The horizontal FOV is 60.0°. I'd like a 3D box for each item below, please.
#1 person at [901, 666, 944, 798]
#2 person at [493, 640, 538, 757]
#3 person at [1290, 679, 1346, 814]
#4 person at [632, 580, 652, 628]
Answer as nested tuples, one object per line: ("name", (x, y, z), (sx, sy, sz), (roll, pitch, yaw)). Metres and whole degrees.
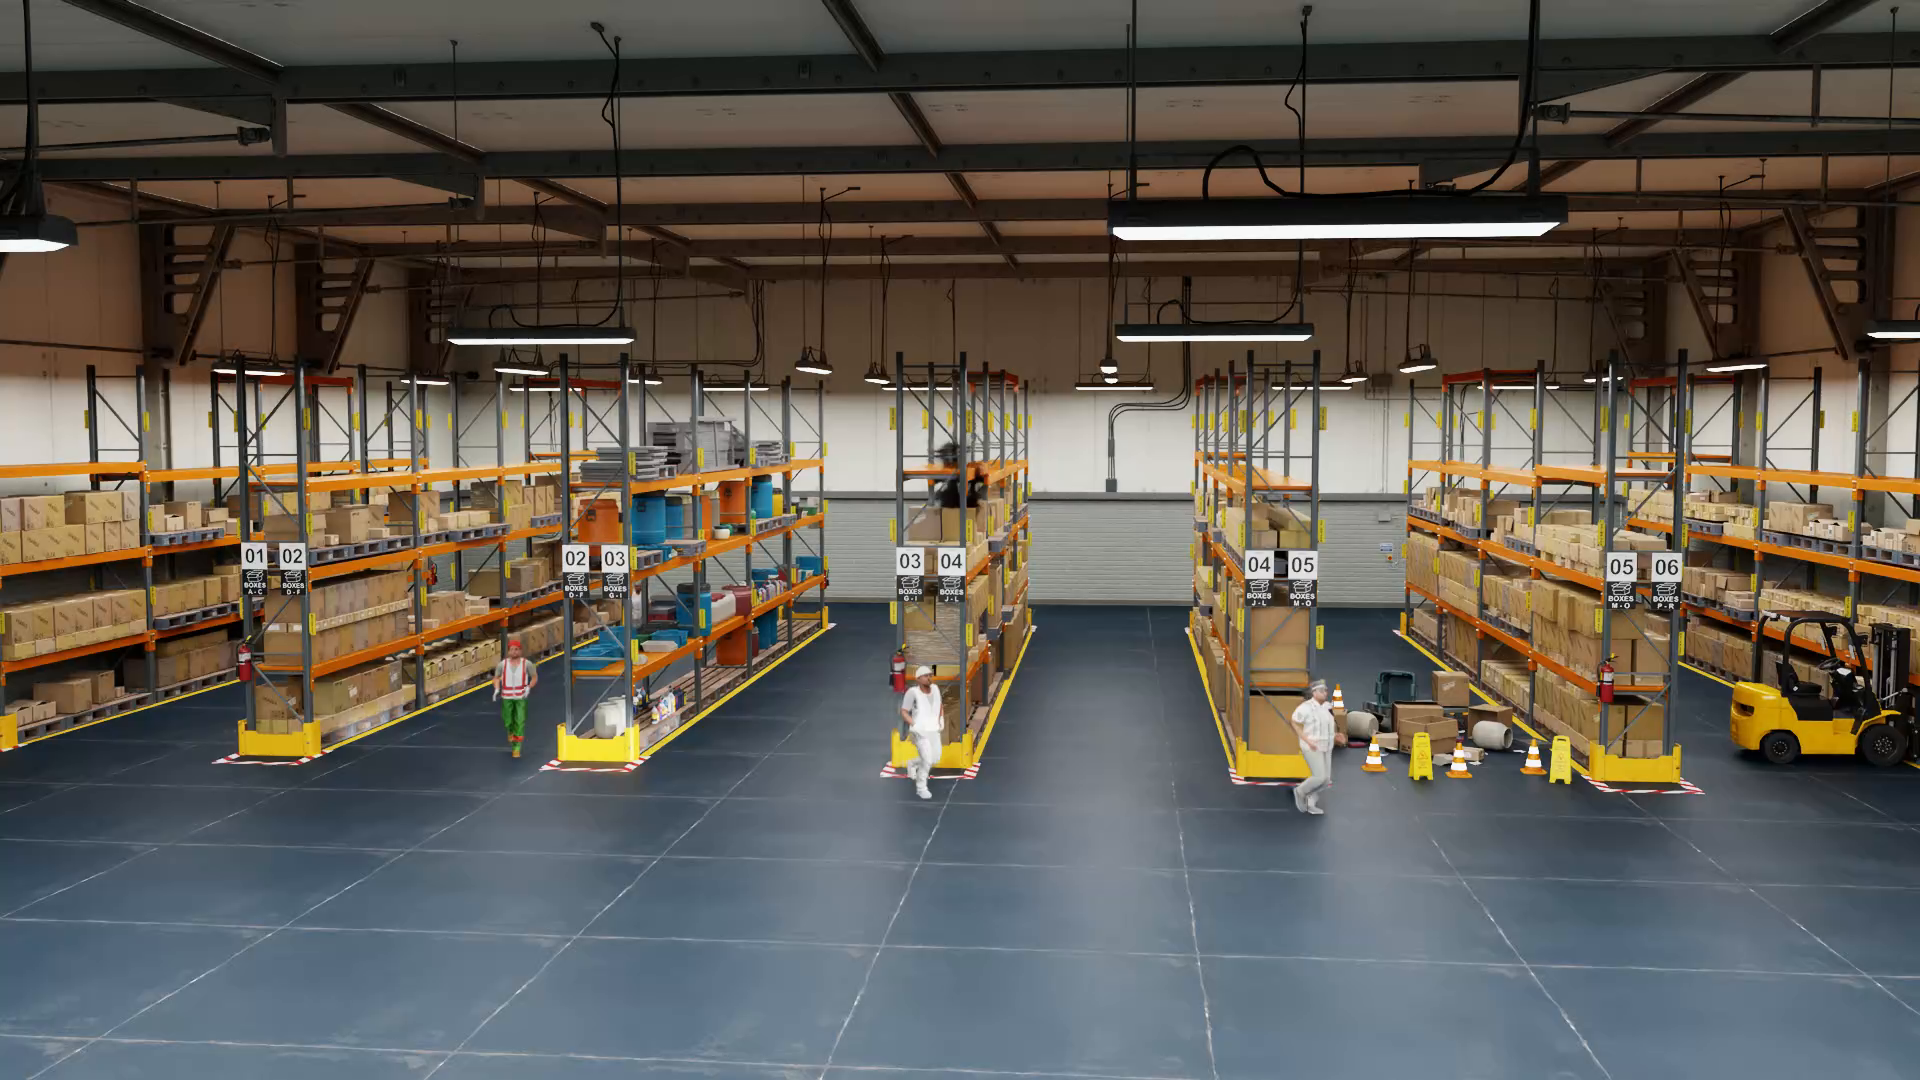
("person", (-0.513, 2.553, 22.331), (0.706, 1.756, 0.666), (-3, 5, -40))
("person", (-6.663, 2.368, 24.949), (0.657, 1.743, 0.605), (-1, 4, -9))
("person", (4.565, 2.627, 21.106), (0.636, 1.735, 0.587), (-3, 5, -38))
("person", (-6.868, 1.655, 35.538), (0.565, 1.664, 0.768), (-1, 4, -11))
